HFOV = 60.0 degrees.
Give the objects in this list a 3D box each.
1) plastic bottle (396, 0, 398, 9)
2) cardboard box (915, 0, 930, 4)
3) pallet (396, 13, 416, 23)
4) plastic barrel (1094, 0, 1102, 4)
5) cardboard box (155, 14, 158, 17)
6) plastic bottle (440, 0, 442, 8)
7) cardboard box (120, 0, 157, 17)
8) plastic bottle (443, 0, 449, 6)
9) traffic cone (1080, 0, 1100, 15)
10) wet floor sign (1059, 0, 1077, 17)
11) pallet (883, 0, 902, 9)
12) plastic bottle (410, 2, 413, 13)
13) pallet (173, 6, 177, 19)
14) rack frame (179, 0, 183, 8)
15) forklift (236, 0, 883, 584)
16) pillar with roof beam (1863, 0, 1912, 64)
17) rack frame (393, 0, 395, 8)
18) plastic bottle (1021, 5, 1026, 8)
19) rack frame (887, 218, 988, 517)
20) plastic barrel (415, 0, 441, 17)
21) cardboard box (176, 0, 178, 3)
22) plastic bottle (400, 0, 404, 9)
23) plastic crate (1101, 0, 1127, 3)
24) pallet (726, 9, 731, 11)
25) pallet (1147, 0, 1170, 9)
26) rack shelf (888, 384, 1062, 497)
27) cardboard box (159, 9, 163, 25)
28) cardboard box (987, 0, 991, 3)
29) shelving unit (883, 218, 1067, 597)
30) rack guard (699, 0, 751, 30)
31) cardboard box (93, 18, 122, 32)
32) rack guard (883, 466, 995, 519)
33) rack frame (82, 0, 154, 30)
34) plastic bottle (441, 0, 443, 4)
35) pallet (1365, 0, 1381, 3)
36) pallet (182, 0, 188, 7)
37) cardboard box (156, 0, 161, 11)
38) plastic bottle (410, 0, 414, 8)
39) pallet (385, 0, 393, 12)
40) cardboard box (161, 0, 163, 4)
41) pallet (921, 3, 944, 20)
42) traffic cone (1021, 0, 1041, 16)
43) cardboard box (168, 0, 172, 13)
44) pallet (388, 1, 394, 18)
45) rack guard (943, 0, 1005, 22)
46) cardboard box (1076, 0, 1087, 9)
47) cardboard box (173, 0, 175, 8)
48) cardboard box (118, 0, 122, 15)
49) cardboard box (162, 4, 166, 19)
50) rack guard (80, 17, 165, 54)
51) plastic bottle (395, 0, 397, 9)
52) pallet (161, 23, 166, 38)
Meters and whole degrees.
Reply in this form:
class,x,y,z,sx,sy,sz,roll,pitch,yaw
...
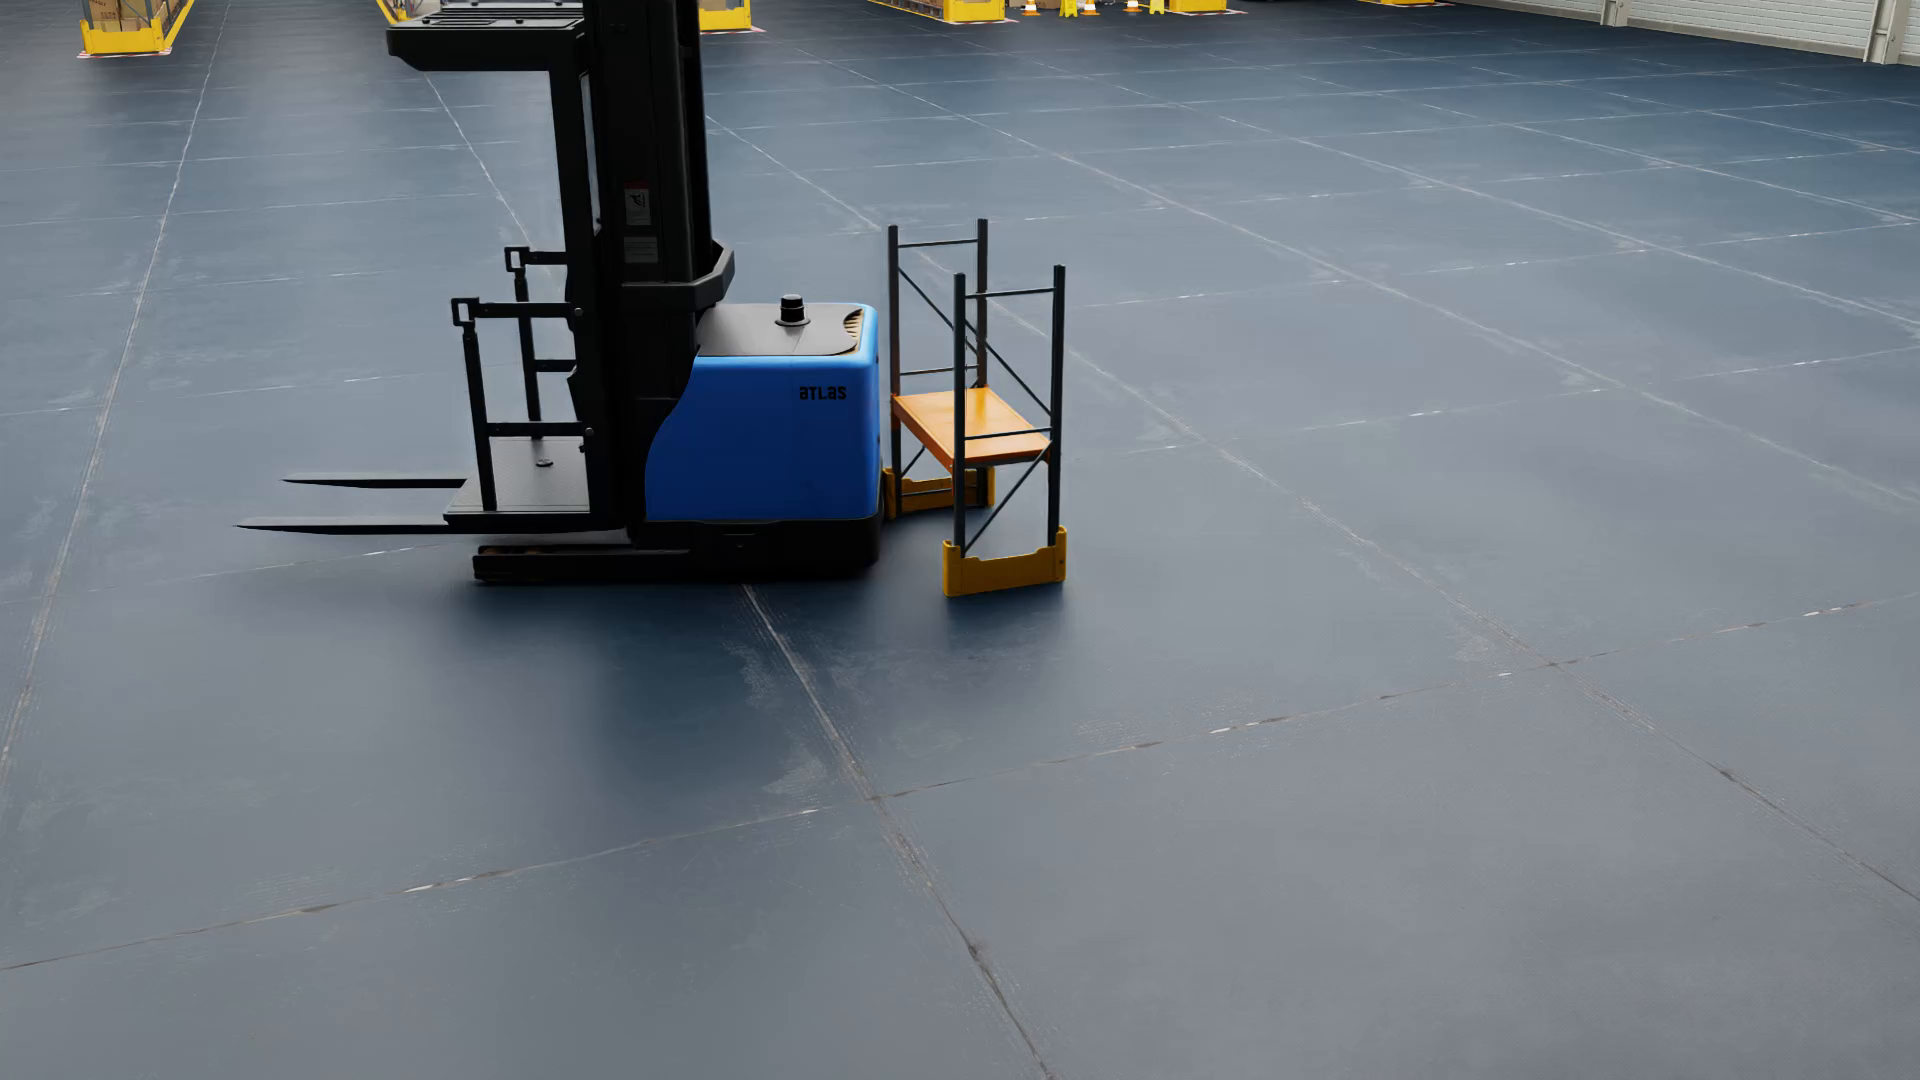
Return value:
class,x,y,z,sx,sy,sz,roll,pitch,yaw
plastic bottle,-10.496,-10.100,31.195,0.144,0.351,0.185,-9,25,-21
cardboard box,-0.351,-11.178,33.103,0.875,0.875,0.875,-9,24,-20
pallet,-9.826,-9.558,30.655,1.003,0.211,1.213,-8,24,-19
plastic barrel,2.713,-11.478,34.938,0.512,0.421,0.421,8,24,18
cardboard box,-13.843,-8.738,28.119,0.500,0.250,0.500,-8,24,-19
plastic bottle,-9.623,-9.965,30.976,0.097,0.271,0.097,0,23,0
cardboard box,-13.841,-9.084,27.974,0.500,0.500,0.500,-8,24,-19
plastic bottle,-9.395,-9.730,30.420,0.097,0.271,0.097,0,23,0
traffic cone,2.581,-10.657,32.938,0.336,0.463,0.334,-8,24,-19
wet floor sign,2.126,-10.583,32.528,0.267,0.644,0.232,-13,26,-28
pallet,-0.954,-11.288,34.760,1.003,0.211,1.213,-8,24,-19
plastic bottle,-10.069,-9.751,30.455,0.061,0.283,0.133,-8,24,-19
pallet,-15.826,-10.280,32.368,1.003,0.211,1.213,-8,24,-19
rack frame,-16.508,-12.312,33.598,1.000,3.000,0.127,-8,24,-19
forklift,-1.906,-1.352,7.685,3.031,2.935,1.130,0,23,-1
pillar with roof beam,10.310,-10.995,22.750,9.100,9.000,0.400,-8,24,-19
rack frame,-10.459,-11.537,31.759,1.000,3.000,0.127,-8,24,-19
plastic bottle,1.357,-10.974,34.209,0.133,0.061,0.283,-18,29,-37
rack frame,-0.106,-0.846,8.326,0.500,1.500,0.032,-7,24,-17
plastic barrel,-9.350,-9.359,29.255,0.421,0.512,0.421,0,23,0
cardboard box,-15.733,-10.710,32.799,0.500,0.250,0.500,-8,24,-18
plastic bottle,-10.163,-9.681,30.288,0.061,0.283,0.133,-8,24,-18
plastic crate,3.233,-11.547,35.544,0.402,0.080,0.583,-18,29,-37
pallet,-4.693,-9.805,31.242,1.003,0.211,1.213,-8,24,-19
pallet,4.578,-11.165,34.468,1.003,0.211,1.213,-8,24,-19
rack shelf,0.055,-0.493,7.952,0.538,0.185,1.000,-7,24,-17
cardboard box,-14.191,-9.102,28.983,0.500,0.250,0.500,-8,24,-19
cardboard box,0.359,-11.286,34.380,0.500,0.500,0.500,-4,23,-10
shelving unit,0.052,-0.662,7.890,0.587,1.500,1.083,-7,24,-17
rack guard,-4.439,-9.638,30.474,1.175,0.500,0.348,-8,24,-19
cardboard box,-14.147,-8.486,27.520,0.500,0.250,0.500,-8,24,-19
rack guard,-0.106,-0.270,8.568,0.587,0.250,0.087,-7,24,-17
rack frame,-13.681,-9.405,26.702,1.000,3.000,0.127,-8,24,-19
plastic bottle,-9.551,-9.891,30.802,0.097,0.271,0.097,0,23,0
pallet,9.192,-11.792,35.956,1.003,0.211,1.213,-8,24,-19
pallet,-16.736,-11.303,34.796,1.003,0.211,1.213,-8,24,-19
cardboard box,-14.190,-9.448,28.837,0.500,0.500,0.500,-8,24,-19
plastic bottle,-10.216,-9.940,30.913,0.152,0.276,0.135,-8,24,-19
pallet,-11.208,-10.976,34.019,1.003,0.211,1.213,-8,24,-19
cardboard box,-14.560,-9.808,29.693,0.500,0.500,0.500,-8,24,-19
pallet,-0.092,-10.401,32.656,1.003,0.211,1.213,-8,24,-19
traffic cone,1.404,-10.625,32.864,0.336,0.463,0.334,-8,24,-19
cardboard box,-15.005,-9.965,31.031,0.500,0.250,0.500,-9,24,-20
pallet,-10.773,-10.532,32.965,1.003,0.211,1.213,-8,24,-19
rack guard,0.272,-10.246,31.916,1.175,0.500,0.348,-8,24,-19
cardboard box,2.506,-11.008,34.175,0.380,0.149,0.250,4,23,9
cardboard box,-15.370,-10.339,31.918,0.500,0.250,0.500,-9,25,-21
cardboard box,-14.516,-9.192,28.231,0.500,0.500,0.500,-8,24,-19
cardboard box,-14.559,-9.463,29.840,0.500,0.250,0.500,-8,24,-19
rack guard,-13.673,-8.244,27.167,1.175,0.500,0.348,-8,24,-19
plastic bottle,-10.617,-10.194,31.516,0.152,0.276,0.135,-7,24,-17
pallet,-14.418,-8.835,28.939,1.003,0.211,1.213,-8,24,-19
